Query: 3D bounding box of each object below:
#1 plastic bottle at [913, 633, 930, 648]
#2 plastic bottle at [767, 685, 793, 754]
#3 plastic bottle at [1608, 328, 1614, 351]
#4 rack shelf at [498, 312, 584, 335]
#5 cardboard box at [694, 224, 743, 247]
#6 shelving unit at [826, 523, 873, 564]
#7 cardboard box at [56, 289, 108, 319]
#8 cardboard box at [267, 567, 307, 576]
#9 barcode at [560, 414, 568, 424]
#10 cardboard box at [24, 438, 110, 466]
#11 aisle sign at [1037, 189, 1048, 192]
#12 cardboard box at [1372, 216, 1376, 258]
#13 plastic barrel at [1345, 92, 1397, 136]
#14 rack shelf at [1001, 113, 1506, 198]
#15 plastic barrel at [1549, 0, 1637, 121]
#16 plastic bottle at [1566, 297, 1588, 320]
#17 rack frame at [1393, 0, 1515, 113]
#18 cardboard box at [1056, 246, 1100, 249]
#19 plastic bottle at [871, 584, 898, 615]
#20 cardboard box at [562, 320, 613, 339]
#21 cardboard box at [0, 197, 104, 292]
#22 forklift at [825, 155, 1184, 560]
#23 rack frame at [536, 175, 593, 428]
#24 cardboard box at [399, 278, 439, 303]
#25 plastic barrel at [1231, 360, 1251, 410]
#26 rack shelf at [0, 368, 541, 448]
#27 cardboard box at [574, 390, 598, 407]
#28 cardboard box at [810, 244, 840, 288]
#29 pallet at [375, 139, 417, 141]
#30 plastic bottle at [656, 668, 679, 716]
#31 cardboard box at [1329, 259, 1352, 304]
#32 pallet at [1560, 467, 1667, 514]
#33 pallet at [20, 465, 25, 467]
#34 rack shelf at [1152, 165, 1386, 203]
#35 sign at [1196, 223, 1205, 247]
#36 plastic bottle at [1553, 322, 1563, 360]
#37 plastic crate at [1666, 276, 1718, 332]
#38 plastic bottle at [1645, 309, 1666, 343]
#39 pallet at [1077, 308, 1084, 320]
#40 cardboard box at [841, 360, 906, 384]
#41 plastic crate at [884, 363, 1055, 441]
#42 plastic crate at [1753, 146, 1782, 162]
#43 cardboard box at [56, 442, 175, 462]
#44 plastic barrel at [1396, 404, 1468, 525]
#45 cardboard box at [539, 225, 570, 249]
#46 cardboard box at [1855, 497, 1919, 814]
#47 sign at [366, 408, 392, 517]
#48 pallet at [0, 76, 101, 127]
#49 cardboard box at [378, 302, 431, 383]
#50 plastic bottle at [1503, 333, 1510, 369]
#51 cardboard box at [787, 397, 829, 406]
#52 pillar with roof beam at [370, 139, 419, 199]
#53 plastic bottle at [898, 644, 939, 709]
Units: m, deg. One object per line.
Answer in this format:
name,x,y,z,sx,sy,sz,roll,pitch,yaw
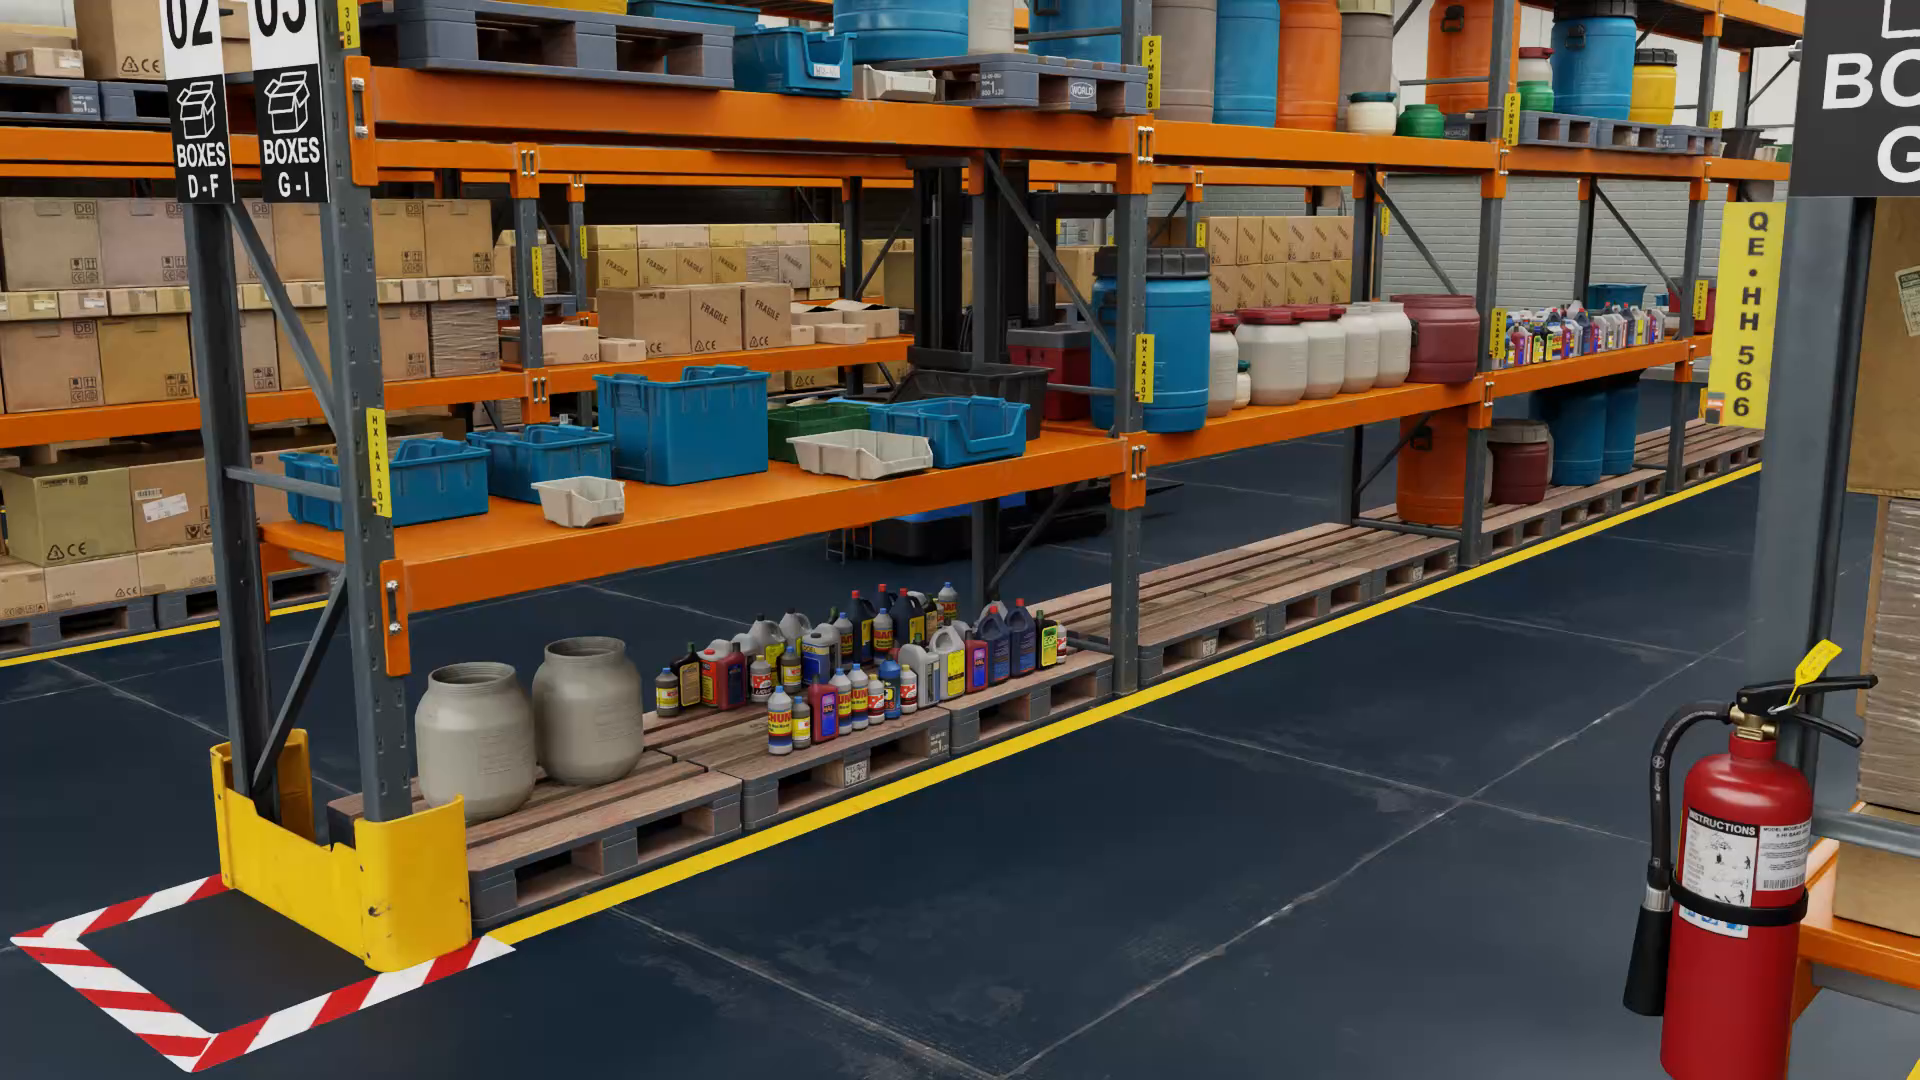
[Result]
plastic bottle,-0.165,0.556,7.579,0.061,0.283,0.133,10,15,40
plastic bottle,-0.732,0.726,6.760,0.097,0.271,0.097,0,11,0
plastic bottle,5.022,-1.570,12.919,0.097,0.201,0.097,0,11,0
rack shelf,-5.644,-1.981,16.306,1.077,0.370,4.000,10,15,40
cardboard box,-2.817,-3.463,18.909,0.500,0.250,0.500,9,15,39
shelving unit,-0.767,-0.381,11.437,0.252,1.050,0.215,-10,15,-41
cardboard box,-4.955,-1.320,9.252,0.380,0.149,0.250,9,15,39
cardboard box,-4.369,0.061,10.195,0.500,0.250,0.500,10,15,40
barcode,-2.760,-0.844,11.584,0.001,0.075,0.075,10,15,40
cardboard box,-7.620,-0.871,14.173,0.500,0.500,0.500,8,14,36
aisle sign,1.229,-5.051,23.206,0.394,0.787,0.004,10,15,40
cardboard box,4.593,-3.603,19.784,0.500,0.500,0.500,10,15,40
plastic barrel,2.453,-2.533,9.927,0.301,0.262,0.301,0,11,0
rack shelf,1.797,-2.171,9.599,1.077,0.370,4.000,10,15,40
plastic barrel,4.746,-3.587,12.502,0.600,0.901,0.708,10,15,40
plastic bottle,5.256,-1.895,14.168,0.144,0.351,0.185,10,15,40
rack frame,3.118,-4.289,10.708,1.000,3.000,0.127,10,15,40
cardboard box,1.153,-2.681,16.648,0.500,0.500,0.700,-9,15,-39
plastic bottle,-0.367,0.390,8.239,0.144,0.351,0.185,10,15,42
cardboard box,-2.799,-1.486,12.338,0.396,0.266,0.258,9,15,39
cardboard box,-5.186,-1.649,9.240,0.700,0.500,0.500,9,15,39
forklift,0.460,-1.519,12.336,3.031,2.935,1.130,-10,15,-41
rack frame,-4.324,-2.628,17.709,1.000,3.000,0.127,10,15,40
cardboard box,-3.595,-1.624,10.770,0.380,0.149,0.250,9,15,39
plastic barrel,1.466,-0.865,9.238,0.301,0.262,0.301,0,11,0
rack shelf,-4.561,-0.752,10.155,1.077,0.370,4.000,10,15,40
cardboard box,-3.740,-1.871,18.335,0.750,0.750,0.750,10,15,40
cardboard box,-1.799,-3.320,20.111,0.500,0.500,0.500,9,15,39
pallet,-5.795,-3.648,15.638,1.213,0.211,1.003,10,15,40
plastic bottle,-1.280,0.660,7.270,0.097,0.201,0.097,0,11,0
cardboard box,4.249,-3.036,19.497,0.500,0.500,0.500,10,15,41
pallet,5.217,-0.460,13.974,1.003,0.211,1.213,10,15,40
pallet,-7.381,-0.568,14.518,1.003,0.211,1.213,10,15,40
rack shelf,3.360,-3.989,18.701,1.077,0.370,4.000,10,15,40
sign,2.459,-3.073,16.981,0.100,0.325,0.005,10,15,40
plastic bottle,4.353,-1.455,12.166,0.097,0.271,0.097,0,11,0
plastic crate,6.536,-2.095,14.725,0.402,0.464,0.583,10,15,40
plastic bottle,5.741,-1.775,13.755,0.152,0.276,0.135,10,15,40
pallet,1.430,-2.379,16.952,1.003,0.211,1.213,10,15,40
cardboard box,-1.113,-2.293,21.343,0.700,0.500,0.500,10,15,41
plastic crate,0.036,-0.667,8.052,0.767,0.338,0.504,10,15,40
plastic crate,7.221,-3.529,15.238,0.437,0.136,0.530,10,15,40
cardboard box,-5.102,-0.302,10.100,0.500,0.500,0.500,10,15,40
plastic barrel,3.428,-0.563,11.838,0.600,0.830,0.708,10,15,40
cardboard box,-4.220,-3.300,18.096,0.500,0.250,0.500,10,15,42
cardboard box,1.941,0.198,2.545,0.875,0.500,0.500,10,15,40
sign,-1.753,-0.234,5.016,0.100,0.325,0.005,10,15,40
pallet,-5.395,-2.339,8.831,1.003,0.211,1.213,10,15,40
cardboard box,-3.873,-1.304,10.825,0.700,0.500,0.500,10,15,40
plastic bottle,3.743,-1.319,11.485,0.097,0.271,0.097,0,11,0
cardboard box,-1.167,-1.081,14.482,0.500,0.311,0.500,10,15,42
pillar with roof beam,-2.598,-4.933,13.937,9.100,9.000,0.400,10,15,40
plastic bottle,-0.182,0.593,7.415,0.152,0.276,0.135,10,15,41
